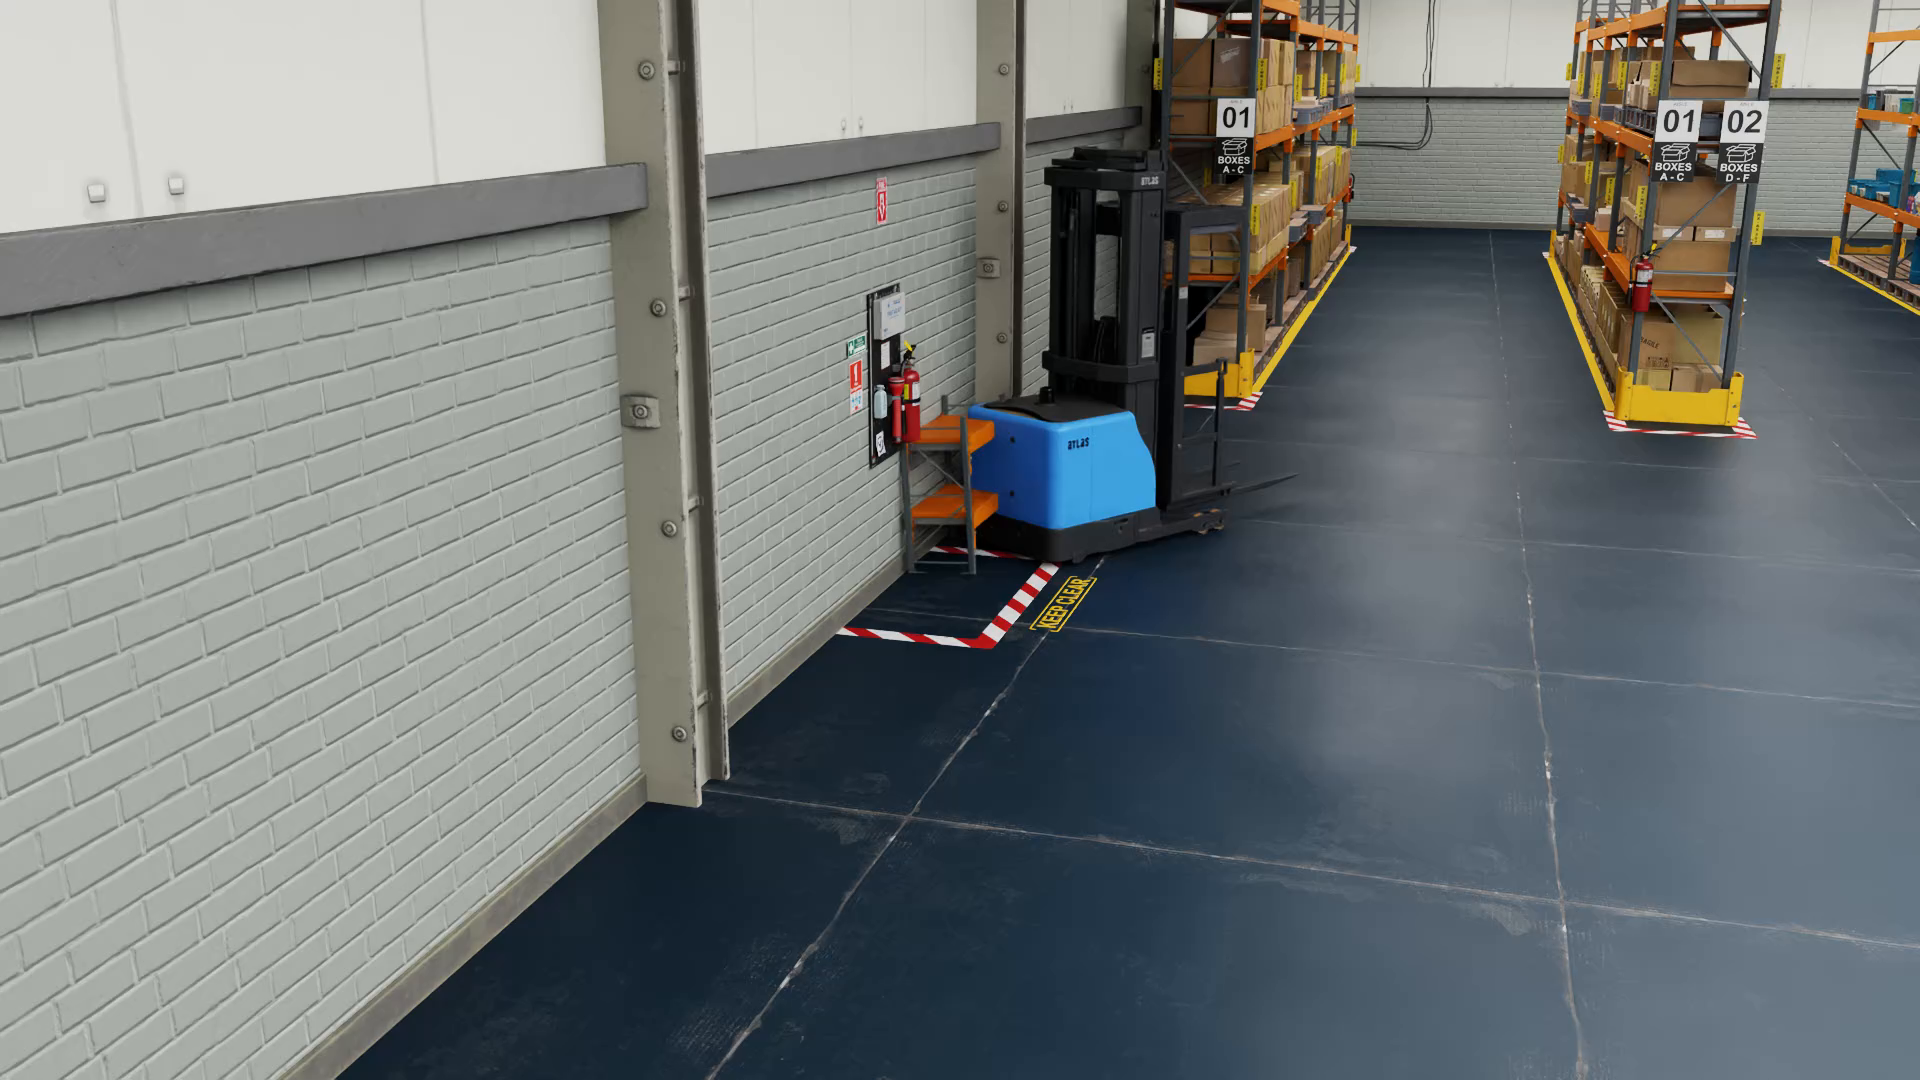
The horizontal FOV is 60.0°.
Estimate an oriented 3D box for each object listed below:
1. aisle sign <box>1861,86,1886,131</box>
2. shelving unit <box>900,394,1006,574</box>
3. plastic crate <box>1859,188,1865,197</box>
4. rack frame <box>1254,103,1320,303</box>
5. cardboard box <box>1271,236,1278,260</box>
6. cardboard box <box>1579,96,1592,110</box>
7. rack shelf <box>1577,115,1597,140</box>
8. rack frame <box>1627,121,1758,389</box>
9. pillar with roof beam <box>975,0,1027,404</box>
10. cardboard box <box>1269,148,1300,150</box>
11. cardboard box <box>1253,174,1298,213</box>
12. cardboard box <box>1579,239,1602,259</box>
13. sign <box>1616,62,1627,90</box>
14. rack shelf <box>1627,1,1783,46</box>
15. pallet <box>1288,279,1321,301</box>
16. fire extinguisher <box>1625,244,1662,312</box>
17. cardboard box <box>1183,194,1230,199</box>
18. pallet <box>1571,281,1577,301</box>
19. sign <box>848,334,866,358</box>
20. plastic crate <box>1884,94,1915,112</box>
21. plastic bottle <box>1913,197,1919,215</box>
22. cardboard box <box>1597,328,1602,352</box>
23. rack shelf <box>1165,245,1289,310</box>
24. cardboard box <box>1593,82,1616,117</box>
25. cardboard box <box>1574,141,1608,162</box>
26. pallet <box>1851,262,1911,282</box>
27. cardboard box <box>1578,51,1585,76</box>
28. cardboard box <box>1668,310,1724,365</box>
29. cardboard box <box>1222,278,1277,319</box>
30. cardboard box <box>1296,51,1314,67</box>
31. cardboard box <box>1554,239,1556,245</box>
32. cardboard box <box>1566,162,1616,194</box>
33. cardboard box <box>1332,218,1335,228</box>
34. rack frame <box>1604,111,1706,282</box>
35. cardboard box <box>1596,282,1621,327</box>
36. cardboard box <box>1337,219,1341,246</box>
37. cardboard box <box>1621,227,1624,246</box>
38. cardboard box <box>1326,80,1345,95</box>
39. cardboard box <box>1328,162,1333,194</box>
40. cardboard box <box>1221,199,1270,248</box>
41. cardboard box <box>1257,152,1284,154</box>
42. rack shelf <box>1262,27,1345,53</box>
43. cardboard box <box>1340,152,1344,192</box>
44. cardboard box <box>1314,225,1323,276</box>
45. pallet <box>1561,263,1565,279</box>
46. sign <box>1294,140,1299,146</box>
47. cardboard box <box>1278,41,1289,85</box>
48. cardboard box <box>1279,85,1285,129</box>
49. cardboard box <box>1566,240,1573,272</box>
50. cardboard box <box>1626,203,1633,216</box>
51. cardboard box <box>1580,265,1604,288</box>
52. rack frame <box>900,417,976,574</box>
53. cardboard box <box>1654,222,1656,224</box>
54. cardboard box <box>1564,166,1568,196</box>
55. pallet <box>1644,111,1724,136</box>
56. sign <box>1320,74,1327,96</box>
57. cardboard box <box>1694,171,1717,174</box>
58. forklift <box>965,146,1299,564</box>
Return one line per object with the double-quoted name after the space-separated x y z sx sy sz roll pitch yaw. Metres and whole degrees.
16.438 -7.789 30.029 0.394 0.787 0.004 5 16 16 "aisle sign"
-0.014 -0.430 12.217 0.538 1.125 1.048 1 14 17 "shelving unit"
15.953 -6.104 29.227 0.250 0.136 0.298 5 16 16 "plastic crate"
4.930 -5.172 25.566 1.000 3.000 0.127 5 16 16 "rack frame"
3.530 -3.521 19.984 0.500 0.250 0.500 5 17 16 "cardboard box"
10.701 -7.354 28.037 0.500 0.250 0.500 5 16 16 "cardboard box"
10.249 -6.409 25.748 1.077 0.370 4.000 5 16 16 "rack shelf"
7.407 -2.696 16.836 1.000 3.000 0.127 5 16 16 "rack frame"
4.449 -4.311 11.539 9.100 9.000 0.400 5 16 16 "pillar with roof beam"
5.407 -6.411 27.795 0.500 0.250 0.500 4 16 14 "cardboard box"
4.474 -4.980 23.900 0.700 0.500 0.500 5 16 16 "cardboard box"
9.734 -4.436 25.373 0.500 0.250 0.500 5 17 18 "cardboard box"
8.021 -5.625 20.142 0.100 0.325 0.005 5 16 16 "sign"
7.976 -5.566 18.015 1.077 0.370 4.000 5 16 16 "rack shelf"
5.227 -4.031 26.653 1.003 0.211 1.213 5 16 16 "pallet"
6.928 -2.663 16.864 0.296 0.674 0.183 5 16 16 "fire extinguisher"
2.882 -3.783 19.535 0.500 0.500 0.500 4 16 14 "cardboard box"
10.278 -3.957 26.395 1.003 0.211 1.213 5 16 16 "pallet"
-0.664 -1.252 10.708 0.001 0.109 0.331 5 16 16 "sign"
15.777 -7.327 27.883 0.437 0.282 0.530 5 16 16 "plastic crate"
14.965 -5.203 25.903 0.152 0.276 0.135 5 16 16 "plastic bottle"
7.975 -2.393 20.038 0.500 0.250 0.500 5 16 16 "cardboard box"
3.225 -3.256 20.130 1.077 0.370 4.000 5 16 16 "rack shelf"
9.918 -6.530 24.674 0.910 0.500 0.500 5 16 16 "cardboard box"
10.713 -6.517 28.291 0.500 0.500 0.500 5 17 16 "cardboard box"
16.082 -4.624 28.745 1.003 0.211 1.213 5 16 16 "pallet"
11.601 -8.594 30.118 0.700 0.500 0.500 5 16 16 "cardboard box"
7.913 -2.190 17.947 0.500 0.500 0.500 5 16 16 "cardboard box"
3.987 -3.328 22.841 0.700 0.500 0.500 5 17 18 "cardboard box"
5.549 -7.916 27.381 0.500 0.250 0.500 4 16 14 "cardboard box"
11.506 -5.639 31.631 0.380 0.149 0.250 5 16 16 "cardboard box"
10.469 -5.979 27.458 0.700 0.500 0.500 -1 16 -3 "cardboard box"
6.650 -5.793 30.378 0.380 0.149 0.250 5 17 18 "cardboard box"
8.544 -3.742 20.525 1.000 3.000 0.127 5 16 16 "rack frame"
8.112 -2.885 20.399 0.500 0.500 0.500 5 16 16 "cardboard box"
6.959 -5.942 32.094 0.700 0.500 0.500 5 16 16 "cardboard box"
8.642 -3.802 21.012 0.500 0.250 0.500 6 17 19 "cardboard box"
6.516 -8.000 29.361 0.500 0.250 0.500 5 16 16 "cardboard box"
6.042 -6.144 28.230 0.500 0.500 0.500 5 17 16 "cardboard box"
3.231 -3.607 18.913 0.500 0.500 0.500 5 16 16 "cardboard box"
4.961 -6.007 26.372 0.500 0.250 0.500 4 16 14 "cardboard box"
5.499 -8.043 26.745 1.077 0.370 4.000 5 16 16 "rack shelf"
6.647 -6.885 31.056 0.980 0.700 0.700 4 16 13 "cardboard box"
5.520 -4.750 27.250 0.750 0.750 0.750 5 16 16 "cardboard box"
11.014 -4.673 28.918 1.003 0.211 1.213 5 16 16 "pallet"
6.673 -7.764 32.973 0.100 0.325 0.005 5 16 16 "sign"
3.627 -5.673 19.785 0.500 0.500 0.500 4 16 14 "cardboard box"
3.610 -5.195 19.933 0.500 0.500 0.500 4 16 14 "cardboard box"
10.447 -4.736 27.806 0.500 0.500 0.500 4 16 13 "cardboard box"
8.139 -3.914 19.758 0.380 0.149 0.250 4 16 14 "cardboard box"
9.250 -3.823 24.053 0.500 0.311 0.500 5 17 18 "cardboard box"
-0.162 -0.310 11.746 0.500 1.125 0.032 1 14 17 "rack frame"
7.406 -3.239 17.380 0.380 0.149 0.250 5 17 17 "cardboard box"
11.145 -6.437 29.843 0.500 0.500 0.500 5 17 17 "cardboard box"
7.633 -4.279 17.084 1.003 0.211 1.213 5 16 16 "pallet"
5.450 -6.821 24.936 0.100 0.325 0.005 5 16 16 "sign"
7.712 -3.641 17.608 0.700 0.500 0.500 4 16 14 "cardboard box"
1.485 -1.549 12.921 3.031 2.935 1.130 -13 21 -39 "forklift"
